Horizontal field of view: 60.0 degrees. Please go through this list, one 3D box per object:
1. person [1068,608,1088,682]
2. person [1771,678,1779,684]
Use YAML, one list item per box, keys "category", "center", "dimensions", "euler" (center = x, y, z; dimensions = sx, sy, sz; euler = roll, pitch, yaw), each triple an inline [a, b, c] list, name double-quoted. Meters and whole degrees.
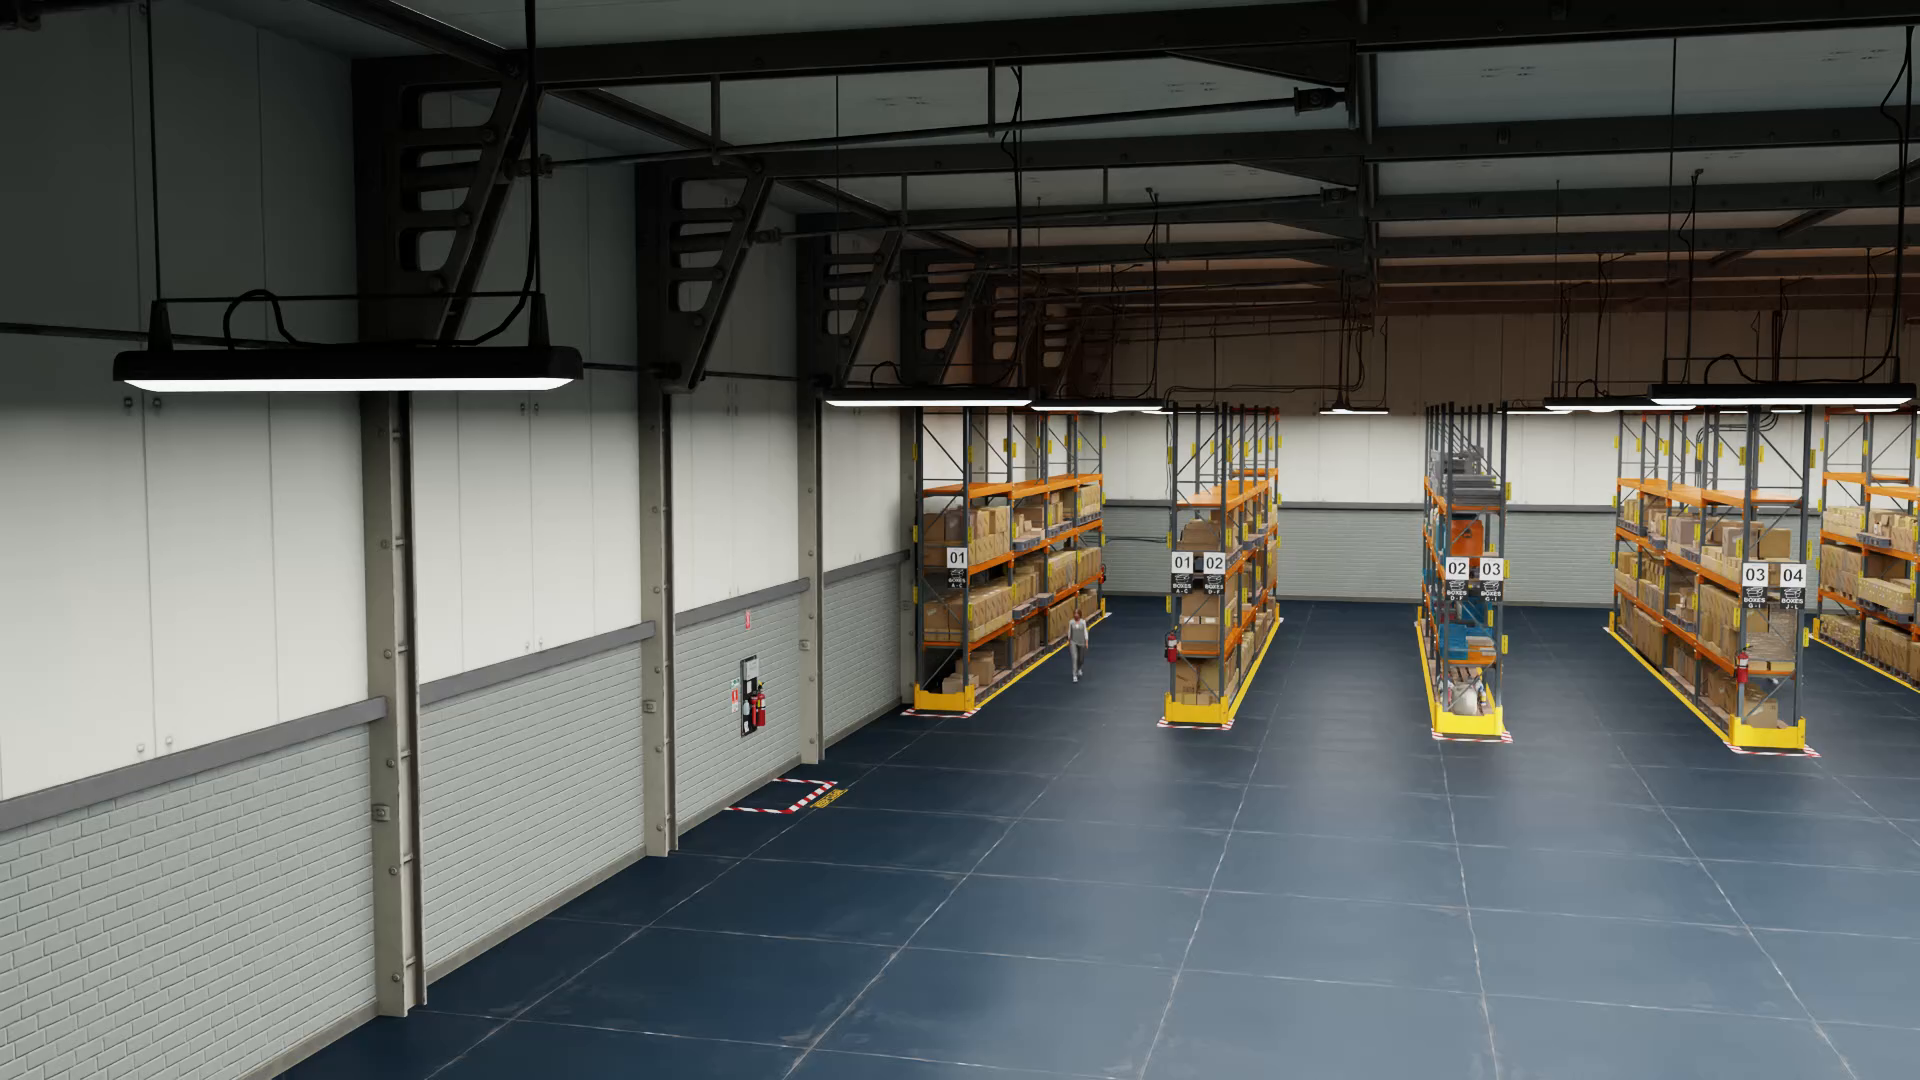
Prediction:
- category: "person"
  center: [2.560, 2.258, 36.131]
  dimensions: [0.421, 1.552, 0.899]
  euler: [0, 4, -2]
- category: "person"
  center: [17.579, 2.253, 35.830]
  dimensions: [0.428, 1.610, 1.058]
  euler: [1, 4, 11]
